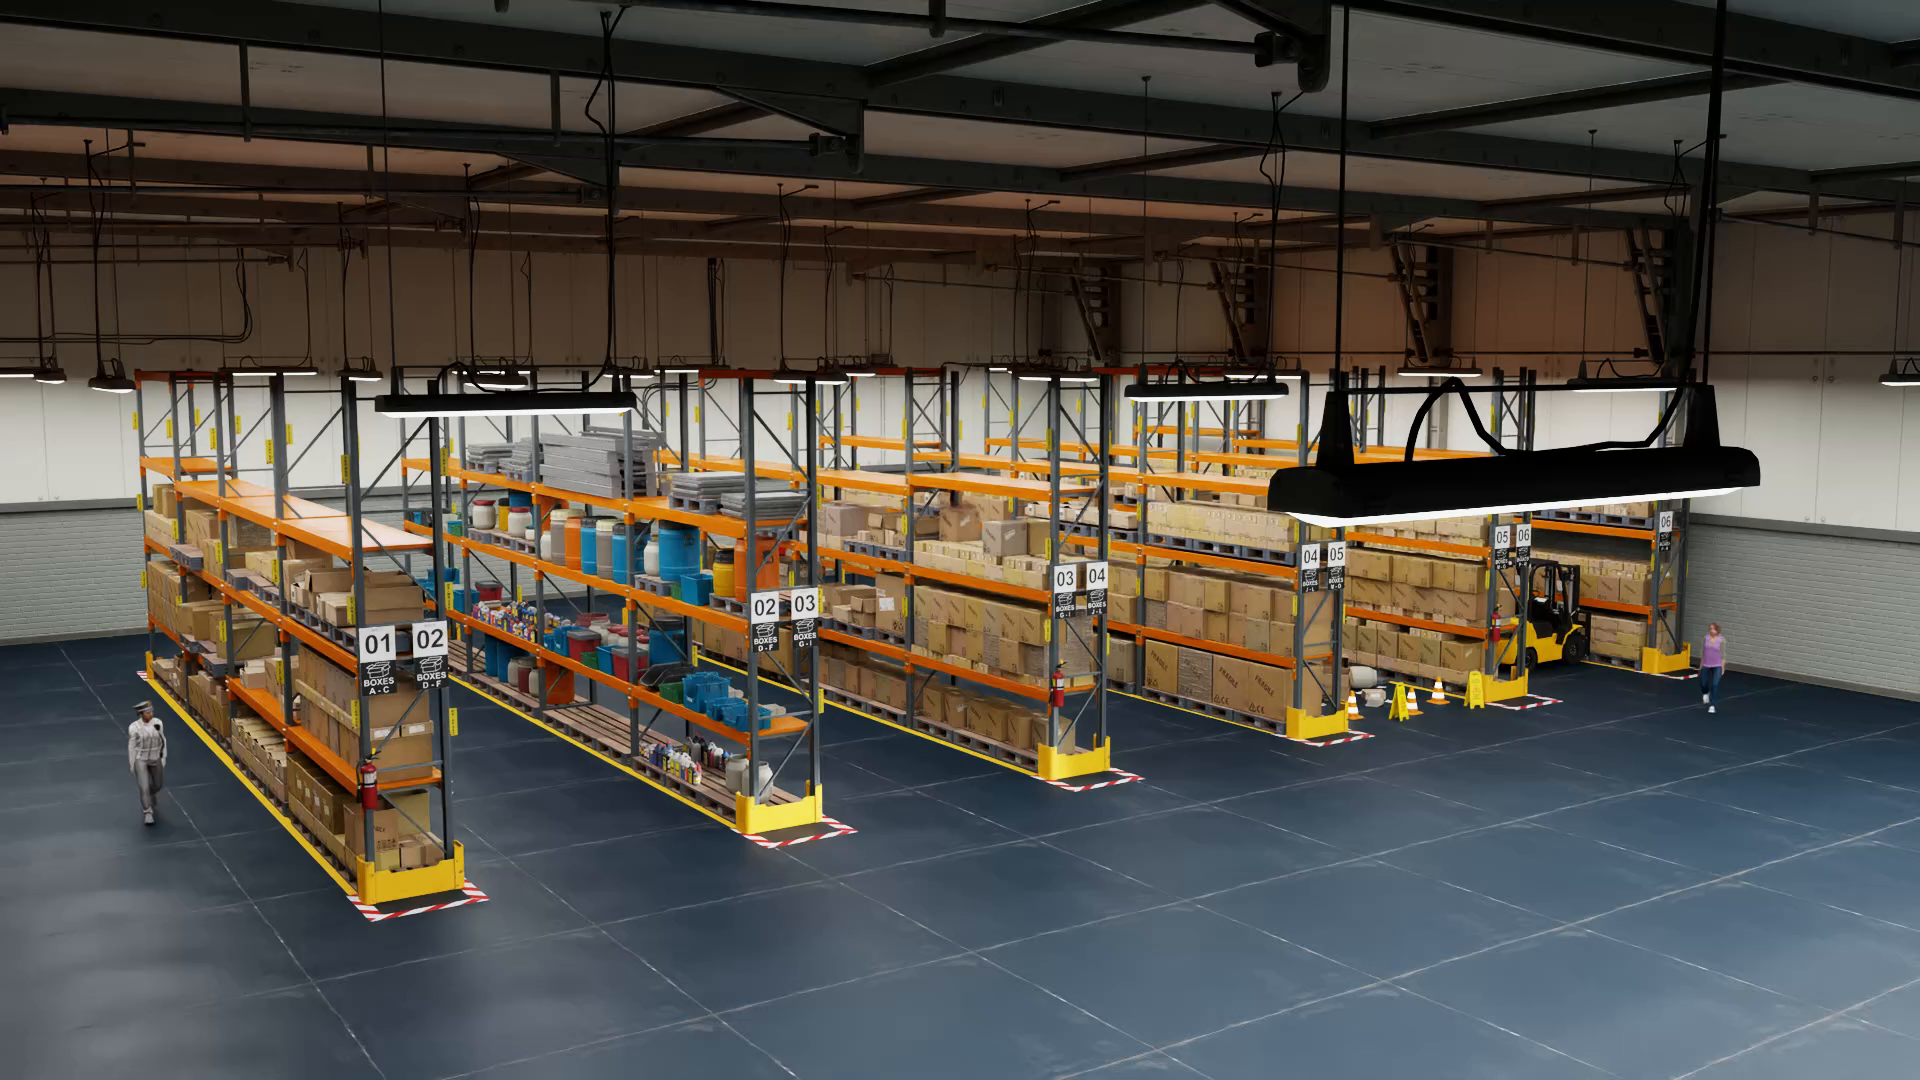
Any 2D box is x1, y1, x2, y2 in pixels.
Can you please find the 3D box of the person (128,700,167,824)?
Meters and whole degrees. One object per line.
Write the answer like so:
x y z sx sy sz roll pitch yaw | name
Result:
-11.045 2.959 22.591 0.487 1.633 0.872 -5 8 -36 | person

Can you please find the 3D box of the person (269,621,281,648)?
-13.504 1.735 32.921 0.660 1.728 1.100 -6 9 -42 | person

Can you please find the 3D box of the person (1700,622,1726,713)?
13.288 2.221 29.339 0.420 1.577 0.659 3 7 27 | person

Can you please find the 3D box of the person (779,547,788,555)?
-4.810 0.547 43.759 0.550 1.667 1.108 0 6 -4 | person
